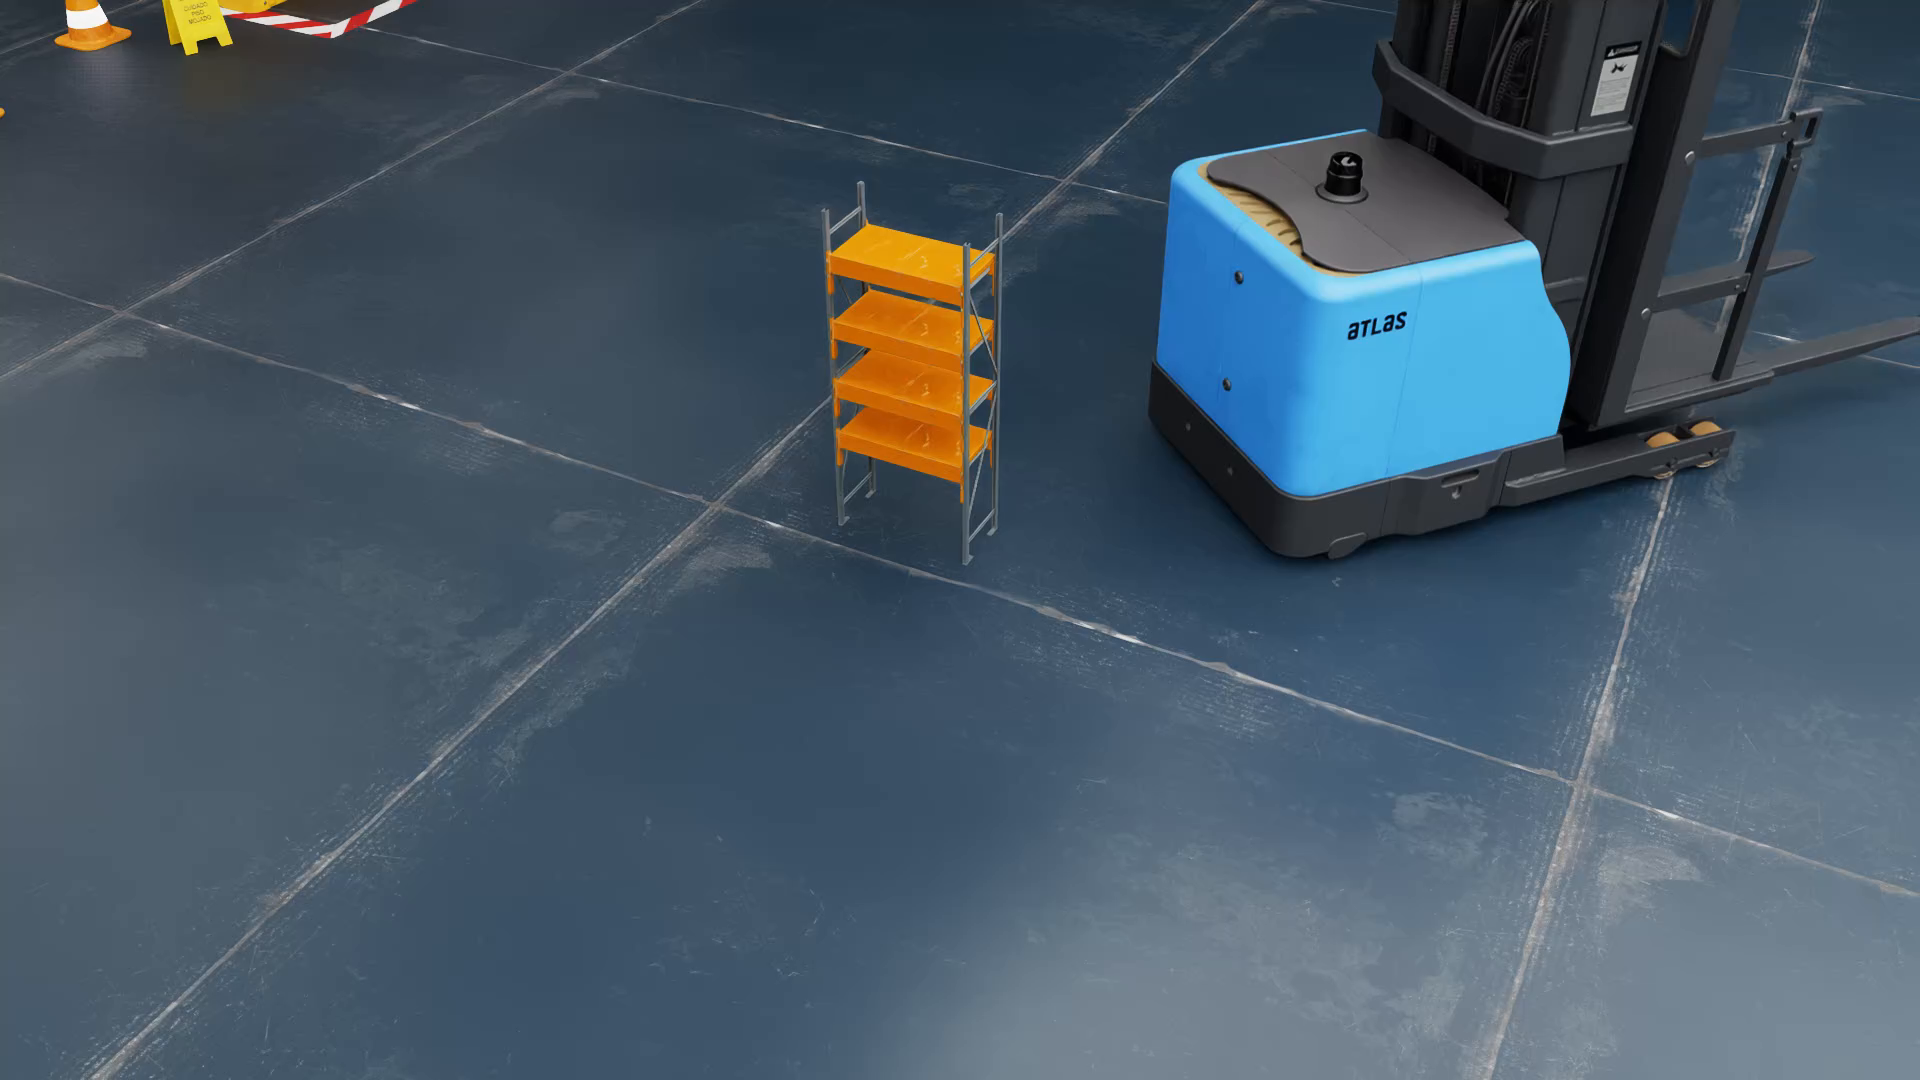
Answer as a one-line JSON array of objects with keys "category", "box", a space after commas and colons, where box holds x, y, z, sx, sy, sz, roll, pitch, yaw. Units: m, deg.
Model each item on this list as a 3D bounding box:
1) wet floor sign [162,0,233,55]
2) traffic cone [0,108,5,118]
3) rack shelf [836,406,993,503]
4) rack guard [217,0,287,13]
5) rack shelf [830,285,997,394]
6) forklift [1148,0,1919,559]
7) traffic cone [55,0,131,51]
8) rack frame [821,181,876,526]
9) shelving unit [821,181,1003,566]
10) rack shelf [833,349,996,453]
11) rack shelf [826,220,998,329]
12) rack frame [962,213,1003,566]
[{"category": "wet floor sign", "box": [-4.318, -3.080, 9.274, 0.267, 0.644, 0.232, -29, 46, -33]}, {"category": "traffic cone", "box": [-5.179, -2.371, 8.491, 0.334, 0.463, 0.336, 17, 41, 21]}, {"category": "rack shelf", "box": [-0.147, -0.312, 5.609, 0.480, 0.148, 0.258, 17, 41, 21]}, {"category": "rack guard", "box": [-4.062, -3.671, 10.172, 0.348, 0.500, 1.175, 17, 41, 21]}, {"category": "rack shelf", "box": [-0.147, -0.649, 5.353, 0.480, 0.148, 0.258, 17, 41, 21]}, {"category": "forklift", "box": [2.275, -1.671, 5.528, 3.031, 2.935, 1.130, -14, 39, -18]}, {"category": "traffic cone", "box": [-4.970, -3.062, 9.401, 0.334, 0.463, 0.336, 17, 41, 21]}, {"category": "rack frame", "box": [-0.364, -0.592, 5.537, 0.015, 1.200, 0.240, 17, 41, 21]}, {"category": "shelving unit", "box": [-0.147, -0.524, 5.448, 0.503, 1.200, 0.258, 17, 41, 21]}, {"category": "rack shelf", "box": [-0.147, -0.470, 5.489, 0.480, 0.148, 0.258, 17, 41, 21]}, {"category": "rack shelf", "box": [-0.147, -0.837, 5.210, 0.480, 0.148, 0.258, 17, 41, 21]}, {"category": "rack frame", "box": [0.070, -0.456, 5.358, 0.015, 1.200, 0.240, 17, 41, 21]}]
